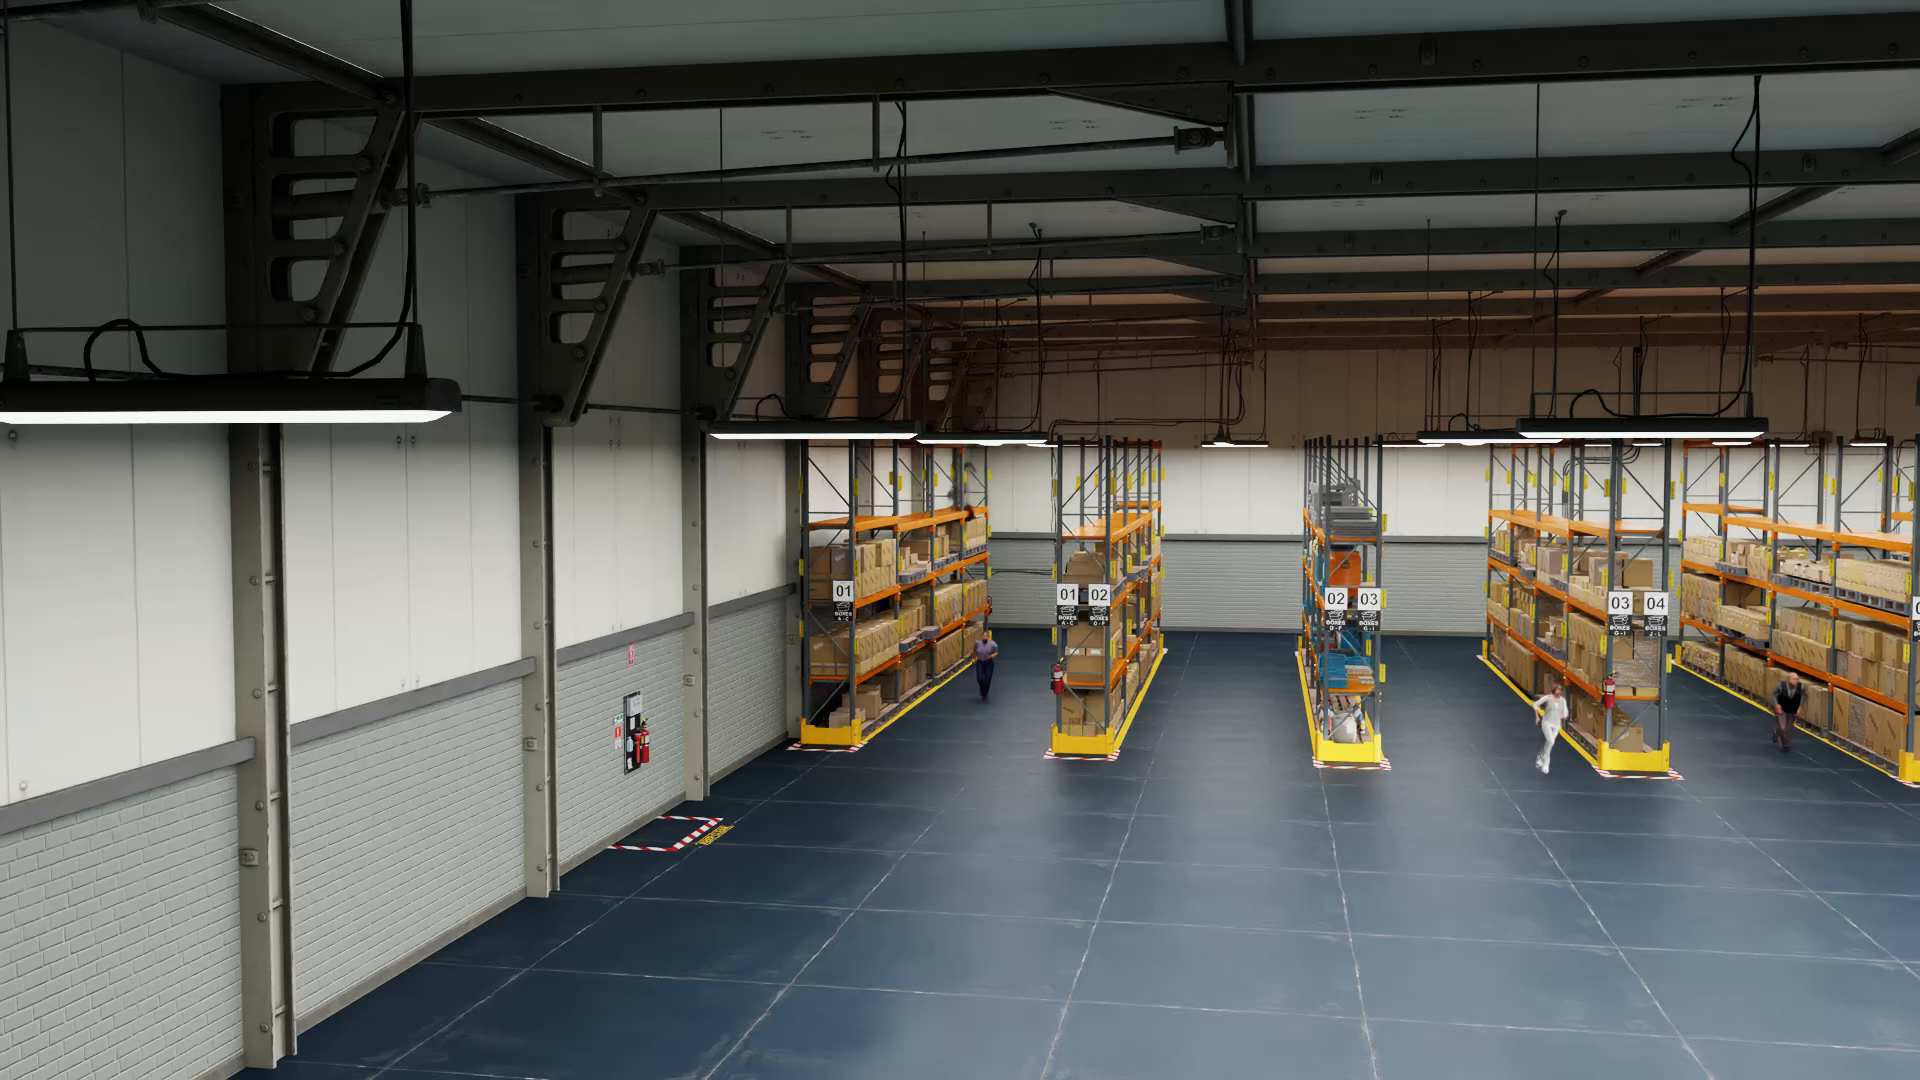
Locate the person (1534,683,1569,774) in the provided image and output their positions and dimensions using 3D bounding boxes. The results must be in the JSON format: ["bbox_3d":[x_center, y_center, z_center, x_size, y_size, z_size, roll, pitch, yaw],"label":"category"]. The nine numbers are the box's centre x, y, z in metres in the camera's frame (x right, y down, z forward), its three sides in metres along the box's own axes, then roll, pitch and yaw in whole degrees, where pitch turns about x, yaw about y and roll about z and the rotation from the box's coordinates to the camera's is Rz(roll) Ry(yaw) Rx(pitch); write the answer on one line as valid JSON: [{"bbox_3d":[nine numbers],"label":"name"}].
[{"bbox_3d":[10.549,3.330,29.650,0.548,1.578,0.682,0,3,-5],"label":"person"}]

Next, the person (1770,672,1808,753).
[{"bbox_3d":[15.719,3.301,31.645,0.666,1.460,0.997,1,3,10],"label":"person"}]

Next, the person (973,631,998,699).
[{"bbox_3d":[0.573,2.864,38.012,0.571,1.587,0.665,0,3,0],"label":"person"}]
